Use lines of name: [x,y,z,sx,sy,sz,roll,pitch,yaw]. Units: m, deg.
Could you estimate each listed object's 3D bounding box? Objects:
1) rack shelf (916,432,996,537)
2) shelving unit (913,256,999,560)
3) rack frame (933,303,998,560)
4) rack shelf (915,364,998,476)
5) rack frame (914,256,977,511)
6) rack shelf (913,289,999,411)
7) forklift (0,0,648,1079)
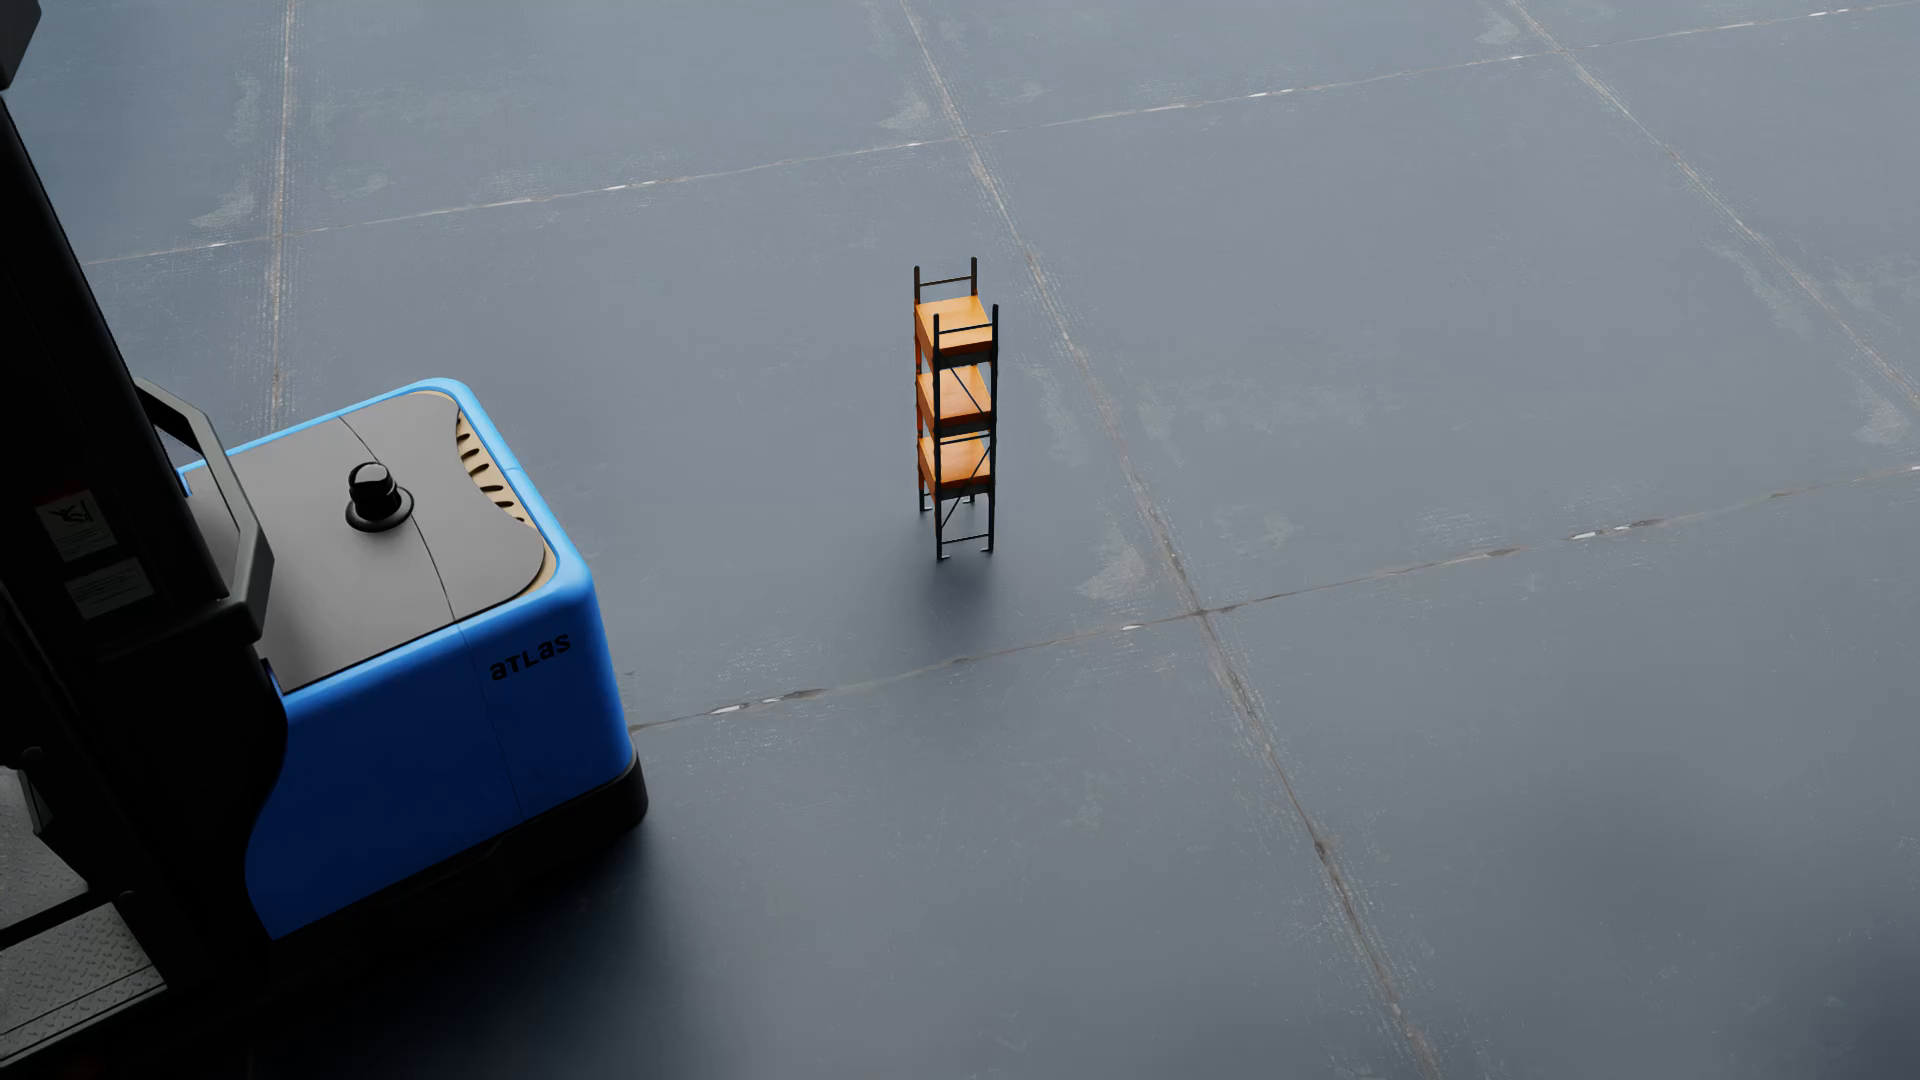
rack shelf: [-0.014,-0.202,5.617,0.215,0.259,0.240,-11,47,-10]
shelving unit: [-0.014,-0.404,5.411,0.215,1.050,0.252,-11,47,-10]
rack frame: [0.018,-0.320,5.329,0.200,1.050,0.008,-11,47,-10]
rack shelf: [-0.014,-0.397,5.419,0.215,0.259,0.240,-11,47,-10]
rack frame: [-0.045,-0.489,5.494,0.200,1.050,0.008,-11,47,-10]
rack shelf: [-0.014,-0.596,5.216,0.215,0.259,0.240,-11,47,-10]
forklift: [-2.434,0.096,3.604,3.031,2.935,1.130,-24,50,-22]
